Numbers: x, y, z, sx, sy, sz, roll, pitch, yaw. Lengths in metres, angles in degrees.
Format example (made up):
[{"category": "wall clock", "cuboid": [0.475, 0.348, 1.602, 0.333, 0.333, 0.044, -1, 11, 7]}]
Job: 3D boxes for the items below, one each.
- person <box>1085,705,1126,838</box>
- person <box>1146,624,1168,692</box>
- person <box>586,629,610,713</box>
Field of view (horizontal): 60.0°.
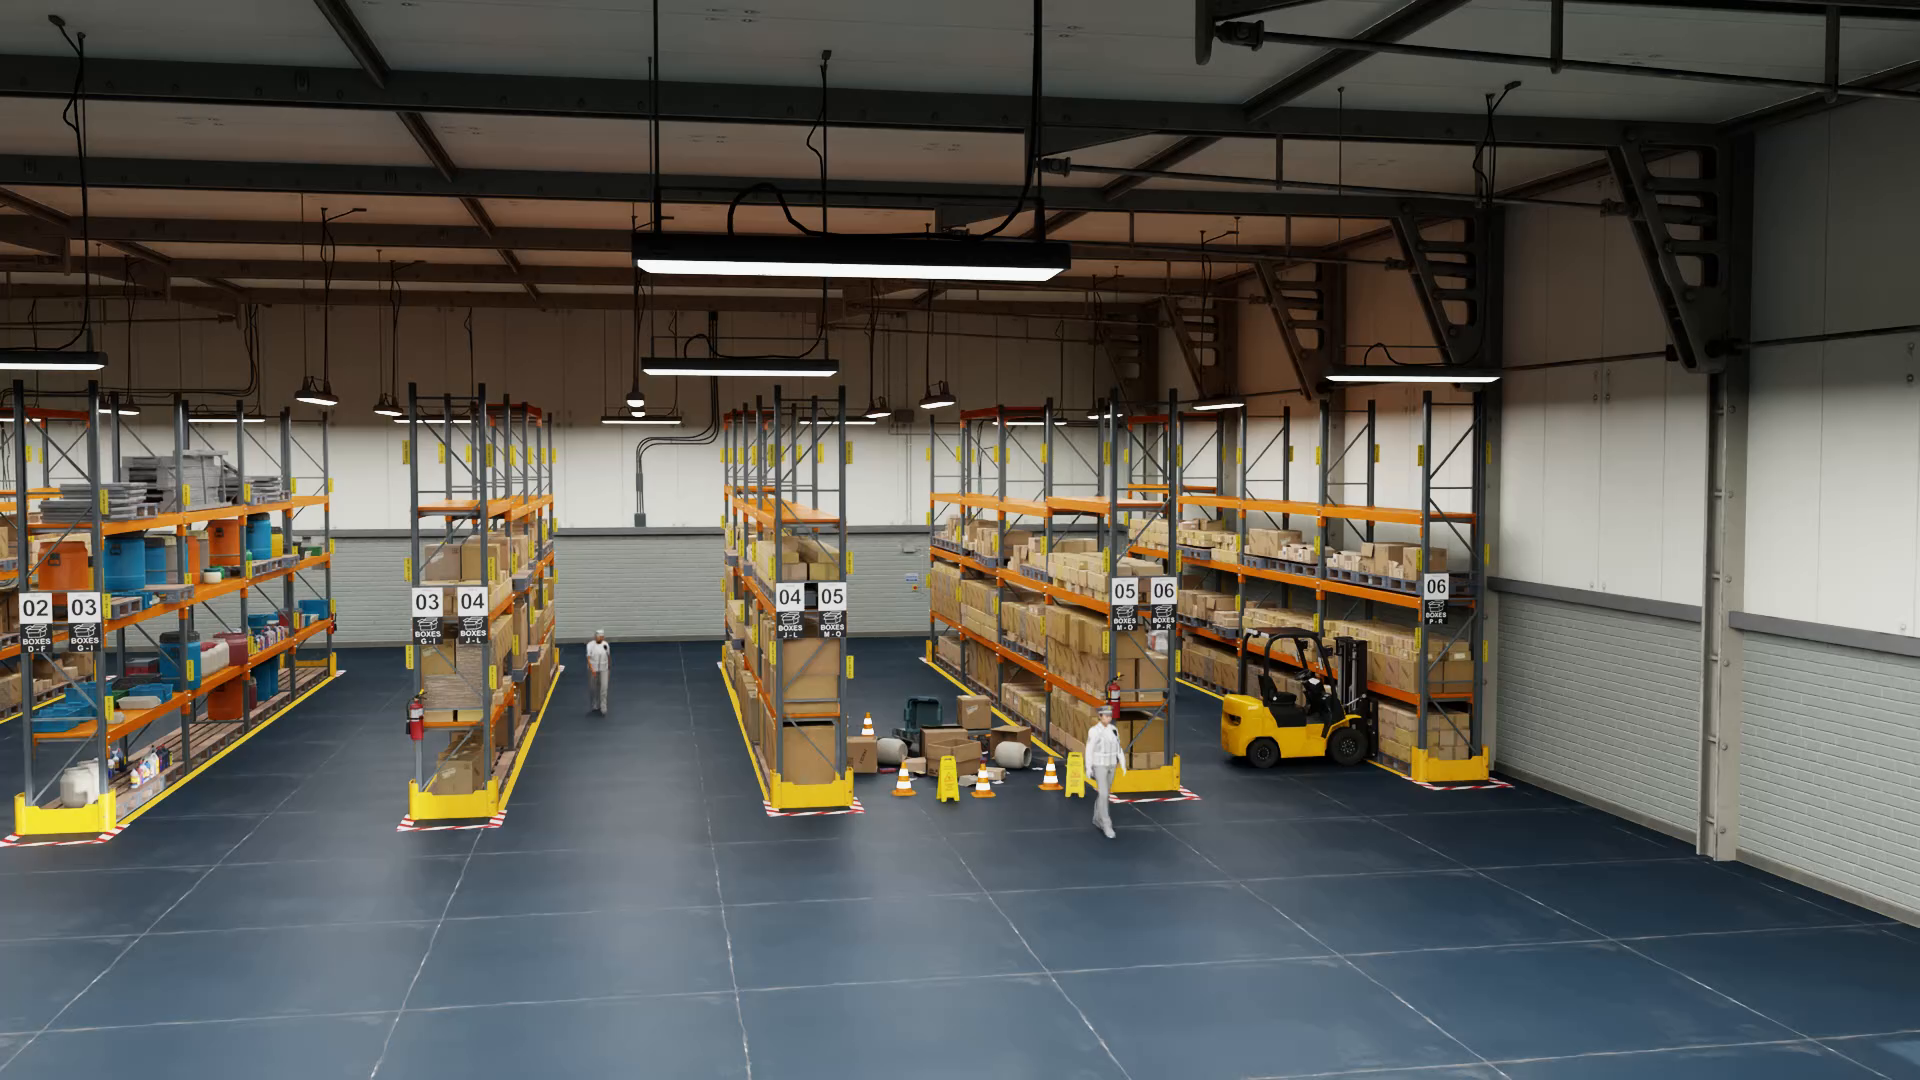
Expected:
[{"category": "person", "cuboid": [1.976, 3.050, 22.166, 0.499, 1.700, 0.698, -2, 4, -36]}, {"category": "person", "cuboid": [4.206, 2.366, 35.137, 0.555, 1.816, 0.543, -2, 3, -32]}, {"category": "person", "cuboid": [-7.052, 2.540, 32.462, 0.474, 1.604, 0.983, -1, 3, -20]}]
